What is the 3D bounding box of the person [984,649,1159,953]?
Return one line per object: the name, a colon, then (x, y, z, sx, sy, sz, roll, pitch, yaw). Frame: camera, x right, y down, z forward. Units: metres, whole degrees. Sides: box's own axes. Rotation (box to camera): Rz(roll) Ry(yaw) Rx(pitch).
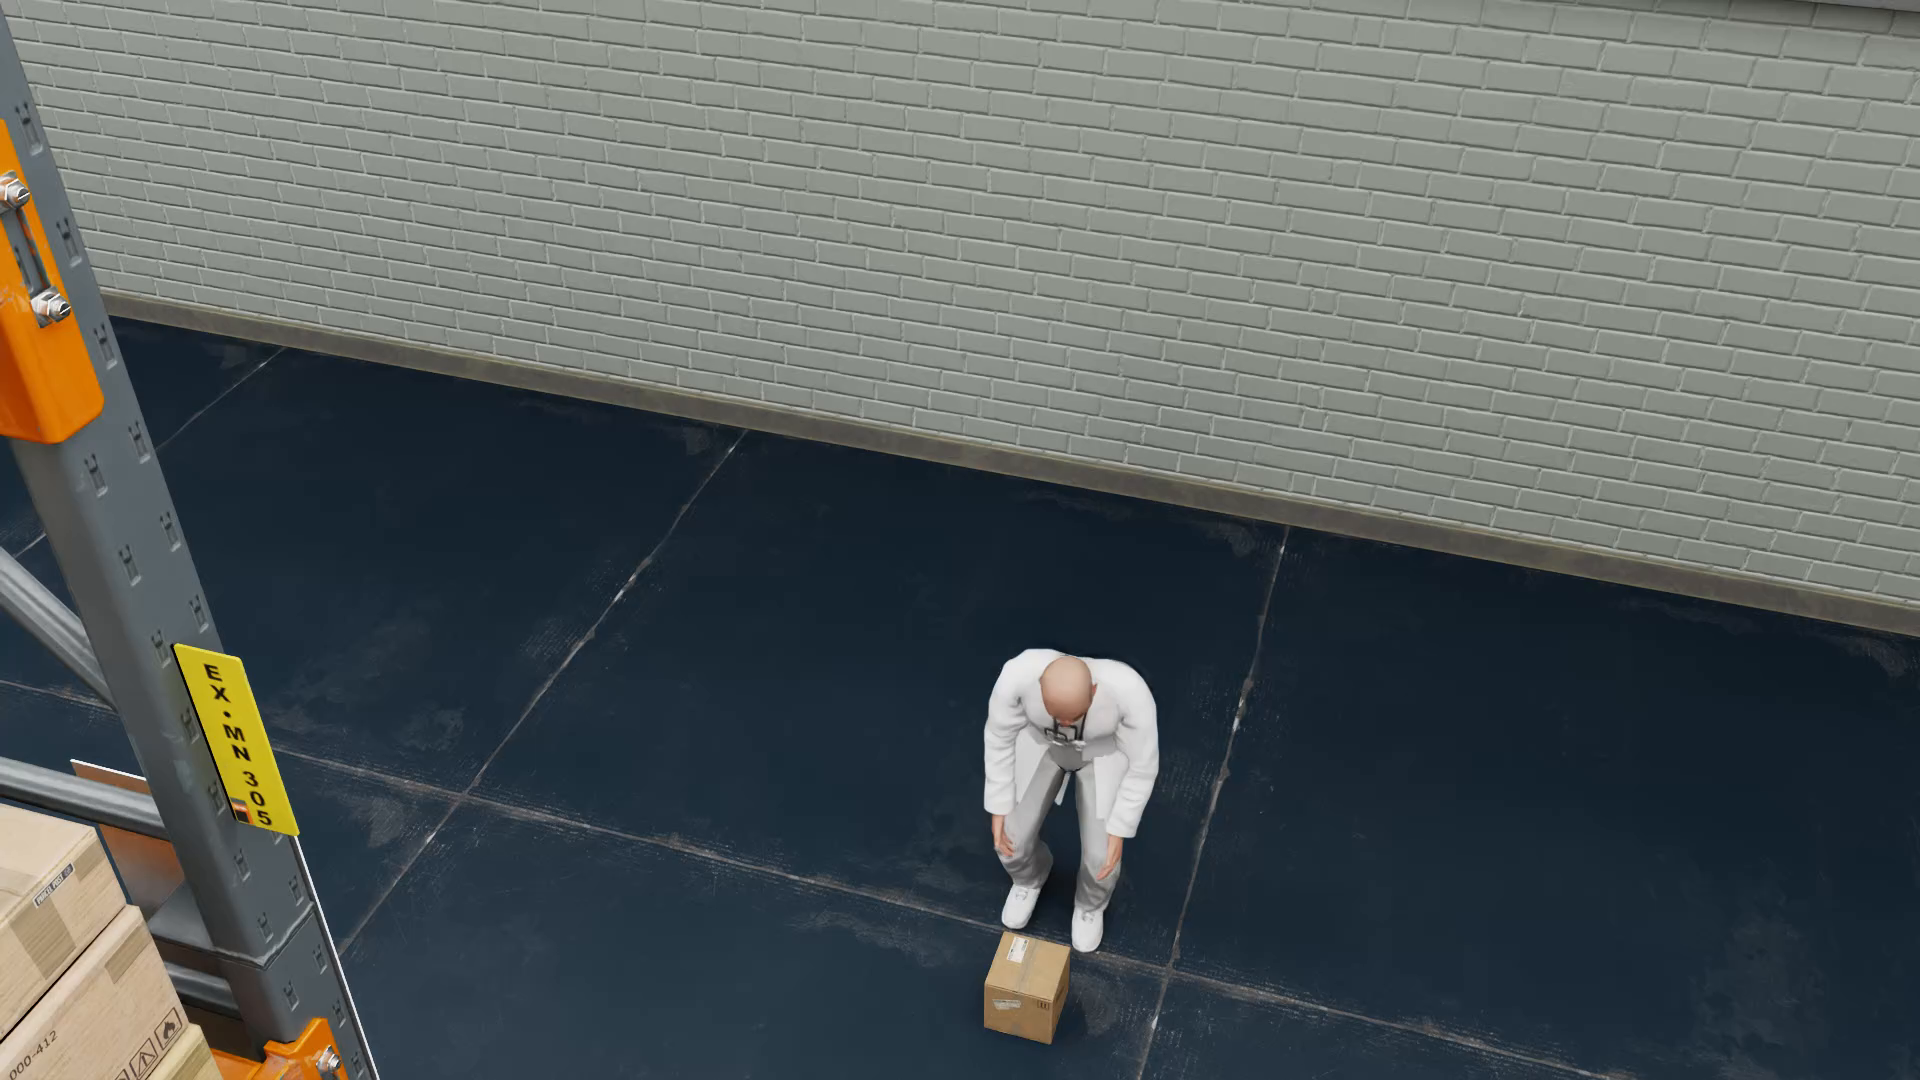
person: (0.410, 0.862, 6.006, 0.630, 1.470, 0.680, 11, 38, 14)
